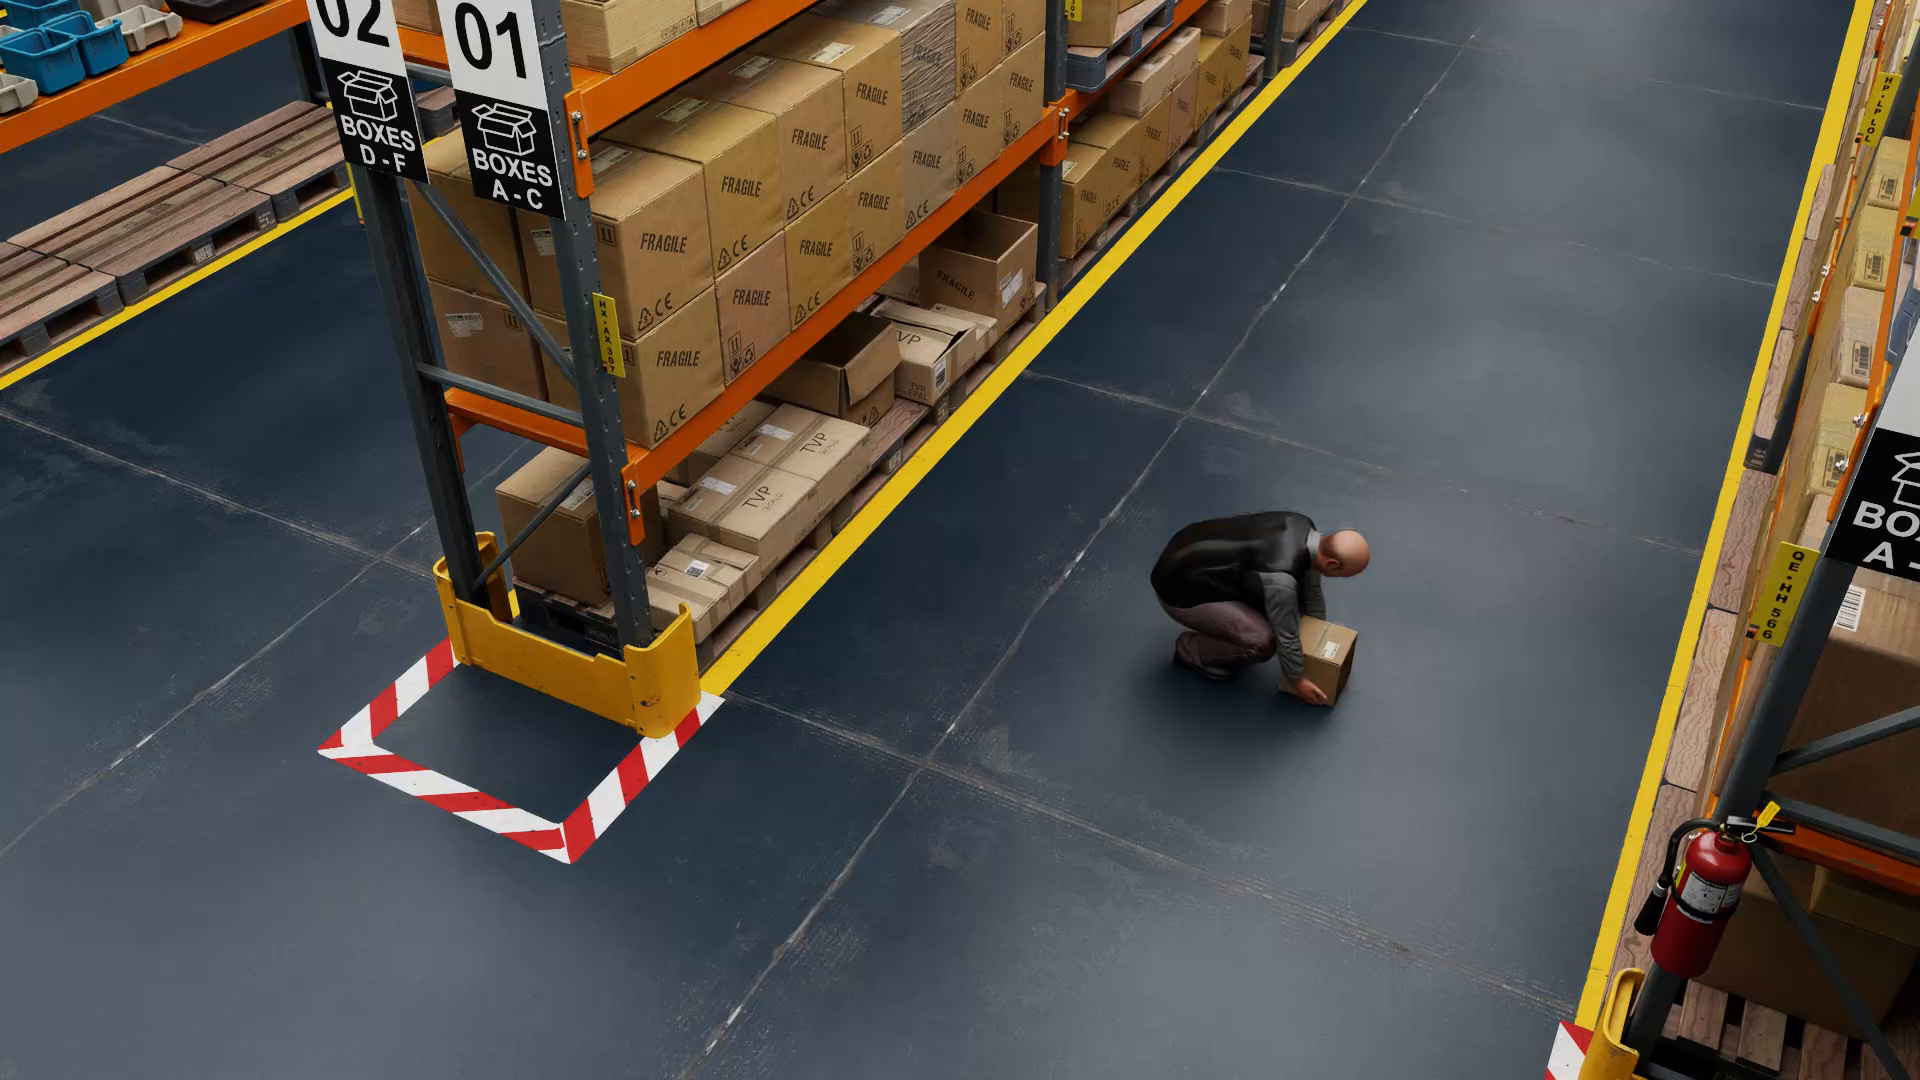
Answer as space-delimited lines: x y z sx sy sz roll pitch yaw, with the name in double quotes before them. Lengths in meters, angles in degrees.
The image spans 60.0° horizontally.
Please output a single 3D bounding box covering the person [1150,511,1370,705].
"person" 1.287 0.240 7.250 0.886 0.834 0.526 18 41 21
